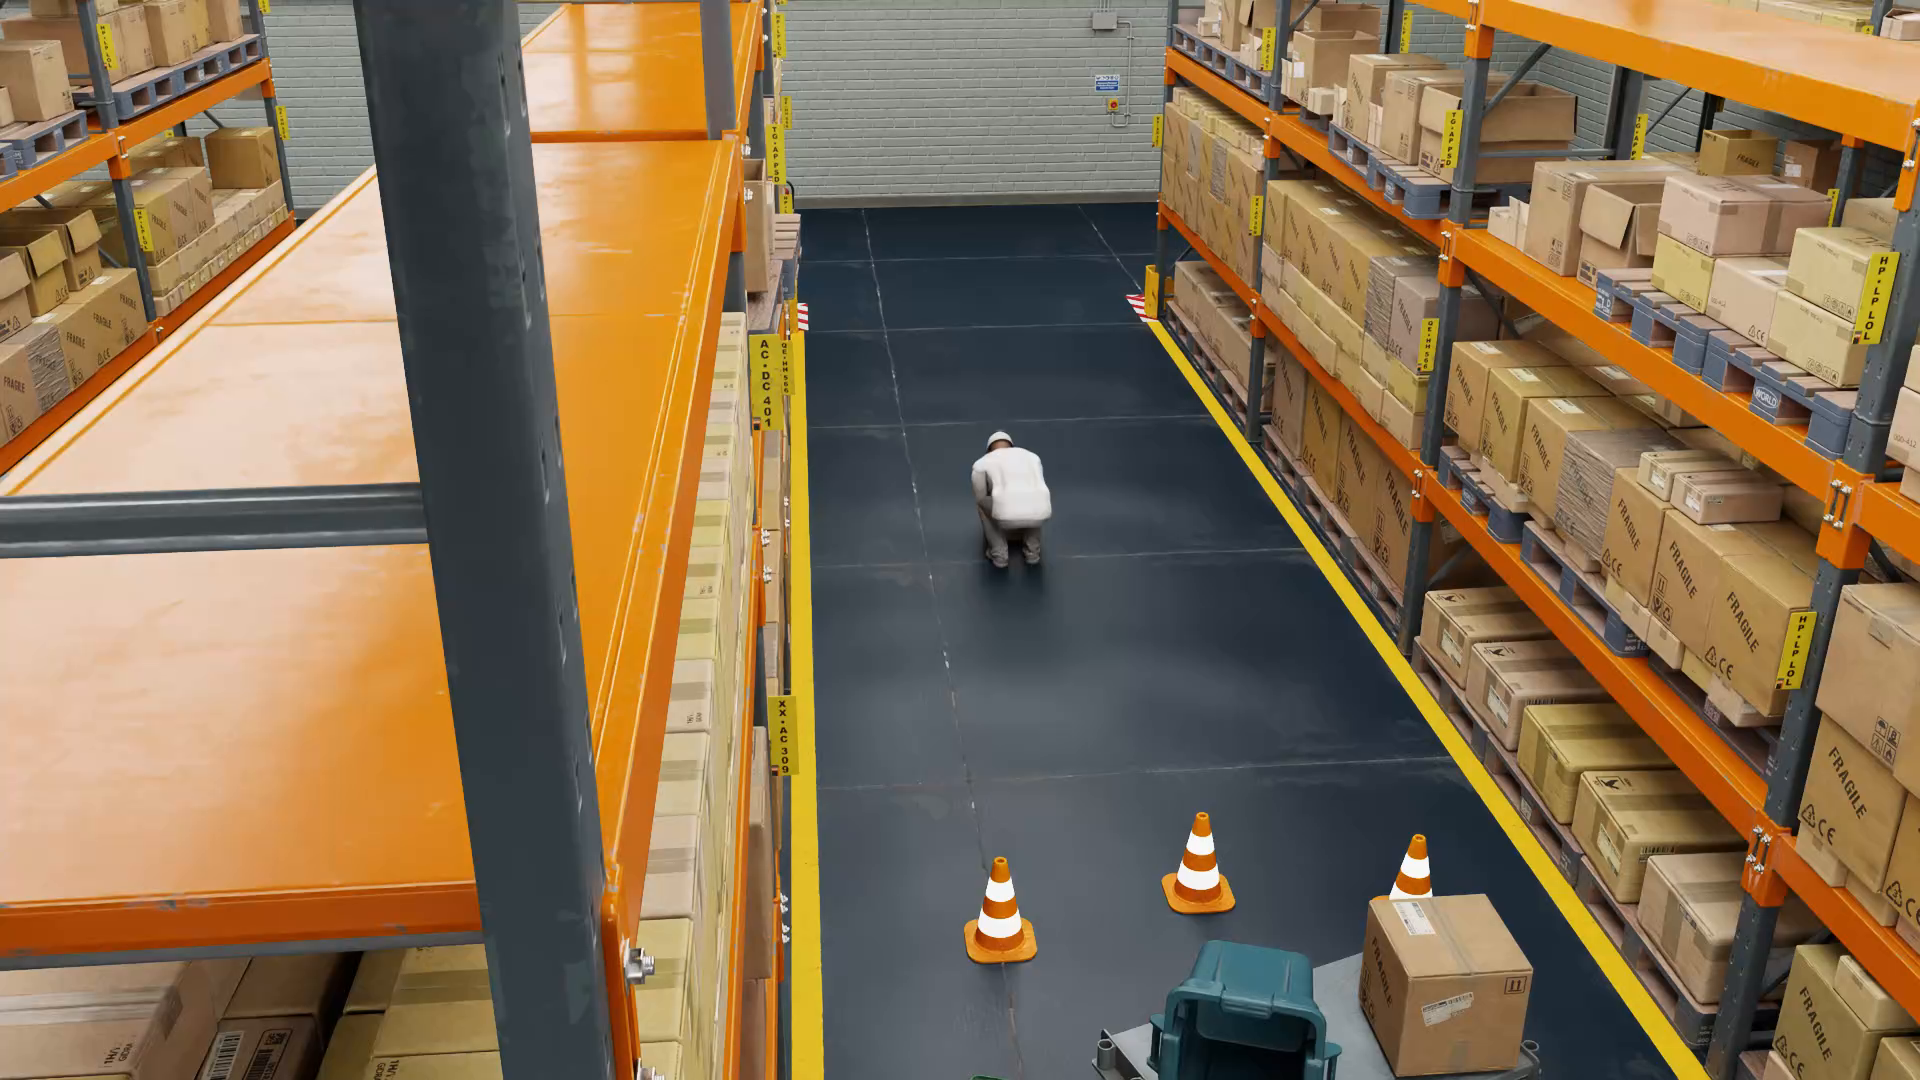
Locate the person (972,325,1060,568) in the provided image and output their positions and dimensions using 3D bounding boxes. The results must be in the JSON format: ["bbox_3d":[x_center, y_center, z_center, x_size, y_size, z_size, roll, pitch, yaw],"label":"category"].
[{"bbox_3d":[0.391,-0.653,11.801,0.626,1.759,0.463,-3,24,-8],"label":"person"}]
